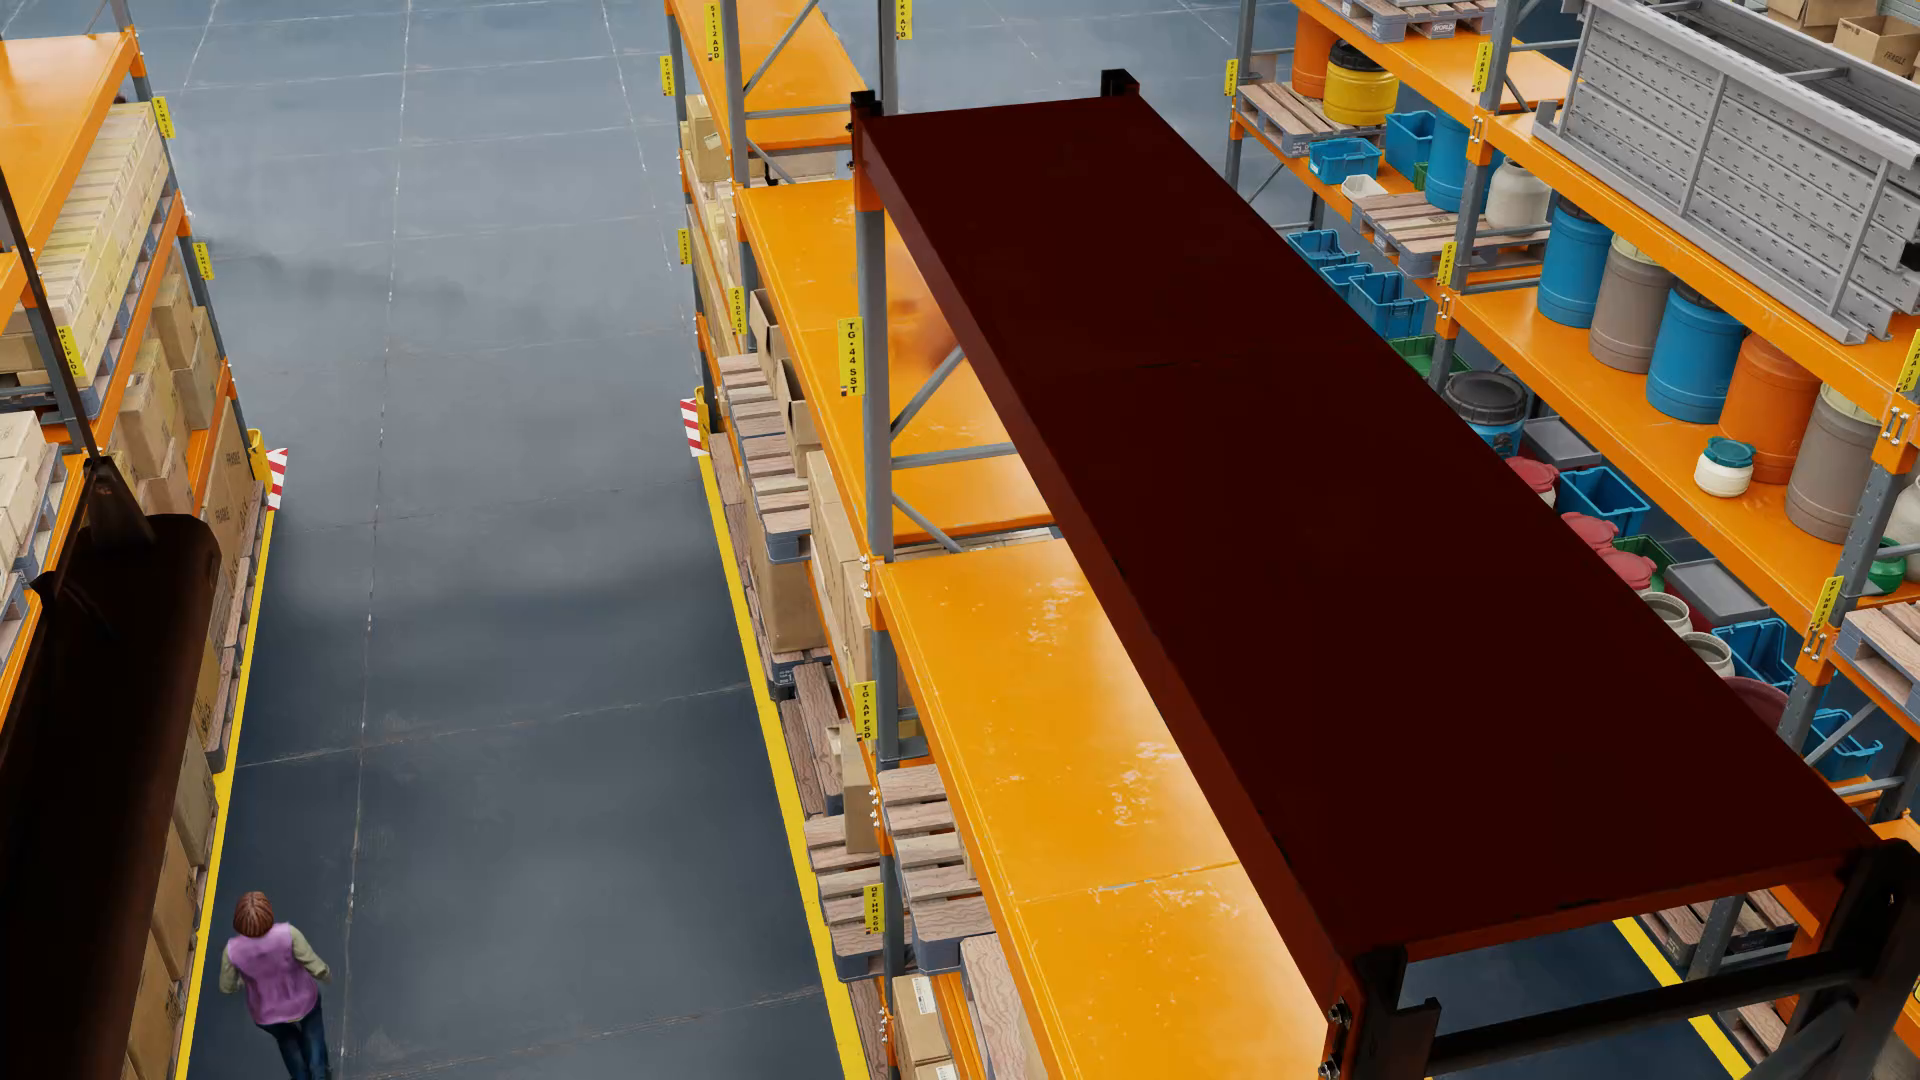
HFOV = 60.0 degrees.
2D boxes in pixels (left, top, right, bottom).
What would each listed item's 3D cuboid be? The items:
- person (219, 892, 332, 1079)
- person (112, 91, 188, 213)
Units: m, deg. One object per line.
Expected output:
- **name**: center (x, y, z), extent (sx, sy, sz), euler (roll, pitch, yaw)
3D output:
- **person**: center (-3.529, 2.398, 8.709), extent (0.540, 1.565, 0.488), euler (-11, 36, -16)
- **person**: center (-9.322, -4.278, 18.833), extent (0.922, 1.650, 0.566), euler (11, 36, 16)
